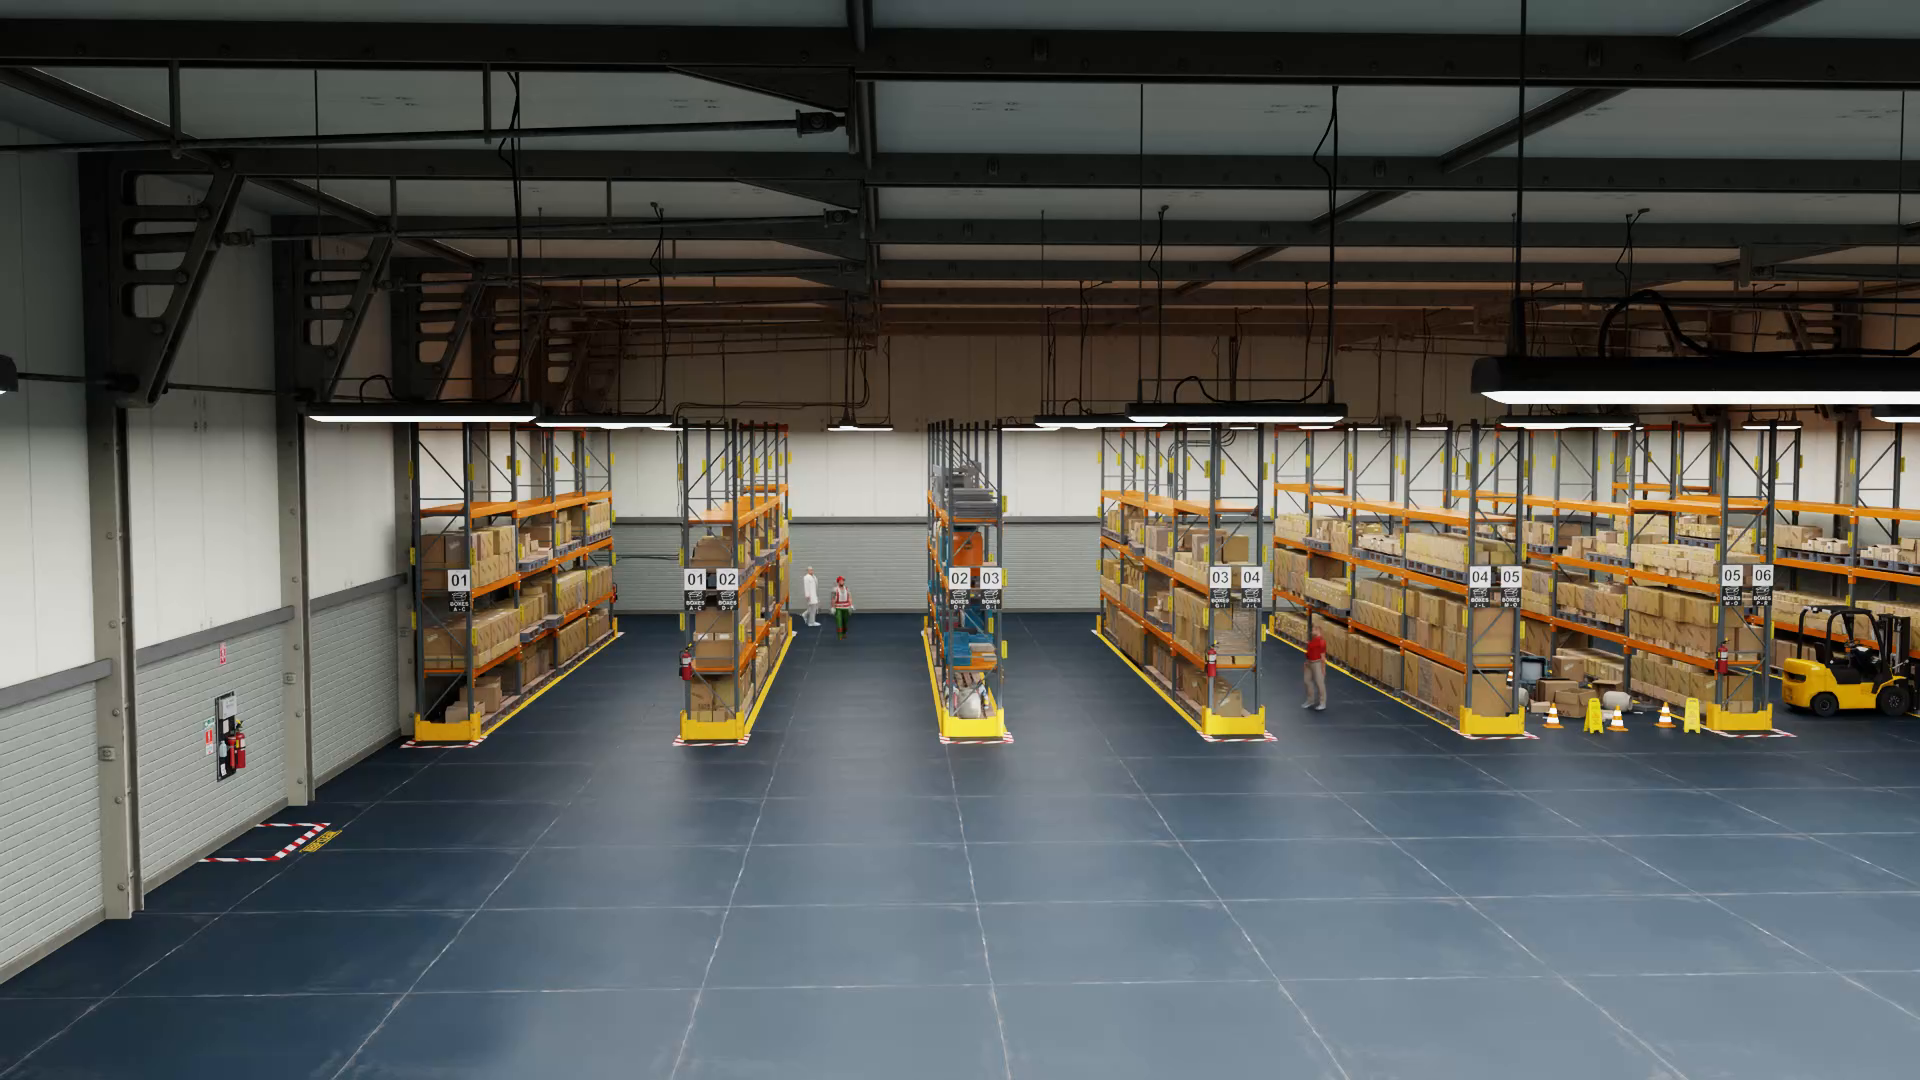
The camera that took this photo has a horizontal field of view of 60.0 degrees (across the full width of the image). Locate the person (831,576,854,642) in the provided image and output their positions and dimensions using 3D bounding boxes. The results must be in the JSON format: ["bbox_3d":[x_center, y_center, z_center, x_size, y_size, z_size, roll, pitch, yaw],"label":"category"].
[{"bbox_3d":[-3.181,1.857,45.015,0.641,1.732,1.048,0,4,-5],"label":"person"}]

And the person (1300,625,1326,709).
[{"bbox_3d":[7.371,2.653,34.628,0.401,1.769,0.693,-2,4,-25],"label":"person"}]

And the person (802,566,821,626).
[{"bbox_3d":[-4.433,1.706,49.380,0.595,1.674,0.573,0,4,6],"label":"person"}]

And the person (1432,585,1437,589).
[{"bbox_3d":[12.666,1.998,44.282,0.634,1.820,0.551,-2,4,-25],"label":"person"}]
